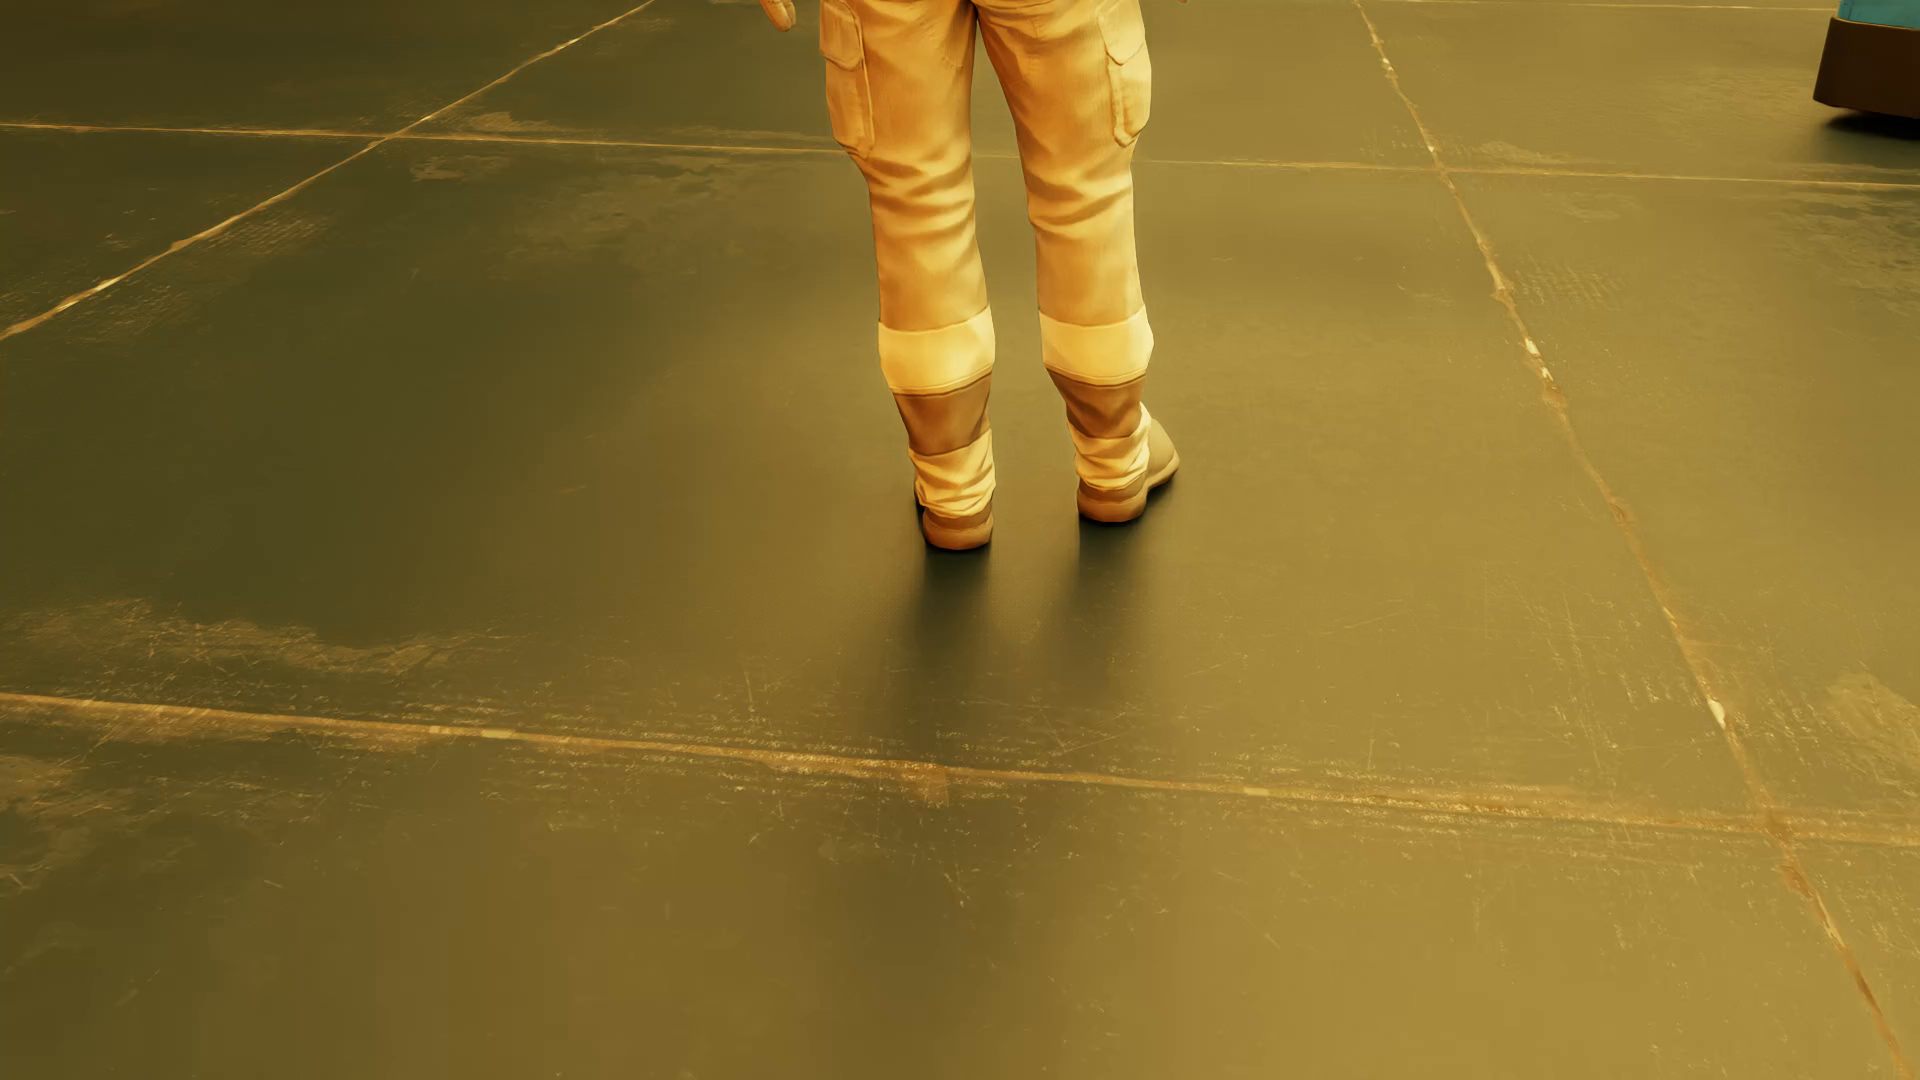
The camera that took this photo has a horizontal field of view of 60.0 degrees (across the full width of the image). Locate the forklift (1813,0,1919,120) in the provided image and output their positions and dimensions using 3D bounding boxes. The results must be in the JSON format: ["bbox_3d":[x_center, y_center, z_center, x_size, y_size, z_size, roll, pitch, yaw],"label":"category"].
[{"bbox_3d":[3.988,-2.835,4.900,3.031,2.935,1.130,-22,34,-37],"label":"forklift"}]

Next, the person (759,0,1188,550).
[{"bbox_3d":[0.023,-0.842,2.167,0.637,1.787,0.564,3,27,7],"label":"person"}]
